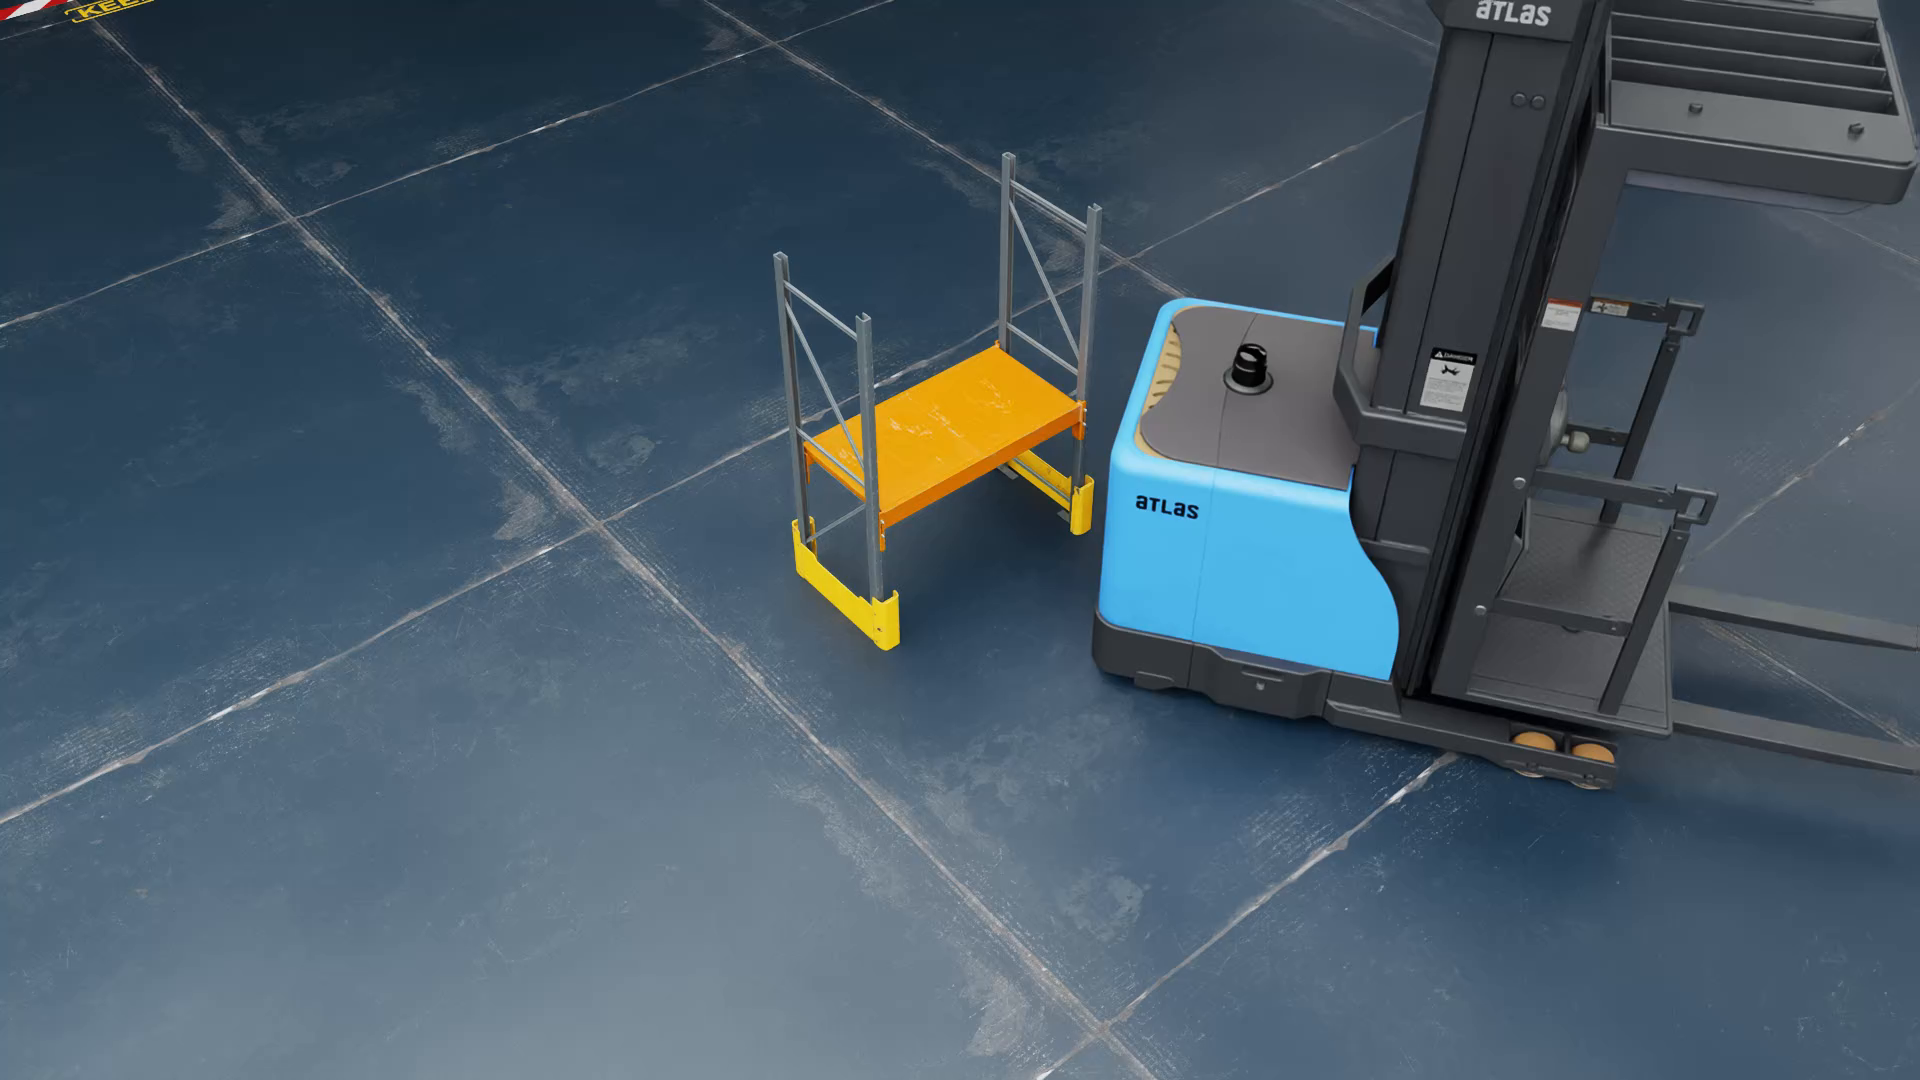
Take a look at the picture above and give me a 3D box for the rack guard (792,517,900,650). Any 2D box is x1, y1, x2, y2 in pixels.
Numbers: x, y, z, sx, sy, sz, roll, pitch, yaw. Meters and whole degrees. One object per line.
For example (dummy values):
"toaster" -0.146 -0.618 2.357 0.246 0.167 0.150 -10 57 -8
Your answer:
"rack guard" -0.440 0.161 6.396 0.087 0.250 0.587 -30 51 -28

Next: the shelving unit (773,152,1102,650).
"shelving unit" -0.058 -0.513 6.201 1.083 1.500 0.587 -30 51 -28

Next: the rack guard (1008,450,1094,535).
"rack guard" 0.324 -0.276 6.862 0.087 0.250 0.587 -30 51 -28

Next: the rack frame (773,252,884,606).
"rack frame" -0.455 -0.286 5.959 0.032 1.500 0.500 -30 51 -28

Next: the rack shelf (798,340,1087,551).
"rack shelf" -0.065 -0.378 6.320 1.000 0.185 0.538 -30 51 -28

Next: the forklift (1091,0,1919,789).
"forklift" 2.064 -0.604 5.252 3.031 2.935 1.130 11 44 11

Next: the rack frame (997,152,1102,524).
"rack frame" 0.324 -0.733 6.434 0.032 1.500 0.500 -30 51 -28
